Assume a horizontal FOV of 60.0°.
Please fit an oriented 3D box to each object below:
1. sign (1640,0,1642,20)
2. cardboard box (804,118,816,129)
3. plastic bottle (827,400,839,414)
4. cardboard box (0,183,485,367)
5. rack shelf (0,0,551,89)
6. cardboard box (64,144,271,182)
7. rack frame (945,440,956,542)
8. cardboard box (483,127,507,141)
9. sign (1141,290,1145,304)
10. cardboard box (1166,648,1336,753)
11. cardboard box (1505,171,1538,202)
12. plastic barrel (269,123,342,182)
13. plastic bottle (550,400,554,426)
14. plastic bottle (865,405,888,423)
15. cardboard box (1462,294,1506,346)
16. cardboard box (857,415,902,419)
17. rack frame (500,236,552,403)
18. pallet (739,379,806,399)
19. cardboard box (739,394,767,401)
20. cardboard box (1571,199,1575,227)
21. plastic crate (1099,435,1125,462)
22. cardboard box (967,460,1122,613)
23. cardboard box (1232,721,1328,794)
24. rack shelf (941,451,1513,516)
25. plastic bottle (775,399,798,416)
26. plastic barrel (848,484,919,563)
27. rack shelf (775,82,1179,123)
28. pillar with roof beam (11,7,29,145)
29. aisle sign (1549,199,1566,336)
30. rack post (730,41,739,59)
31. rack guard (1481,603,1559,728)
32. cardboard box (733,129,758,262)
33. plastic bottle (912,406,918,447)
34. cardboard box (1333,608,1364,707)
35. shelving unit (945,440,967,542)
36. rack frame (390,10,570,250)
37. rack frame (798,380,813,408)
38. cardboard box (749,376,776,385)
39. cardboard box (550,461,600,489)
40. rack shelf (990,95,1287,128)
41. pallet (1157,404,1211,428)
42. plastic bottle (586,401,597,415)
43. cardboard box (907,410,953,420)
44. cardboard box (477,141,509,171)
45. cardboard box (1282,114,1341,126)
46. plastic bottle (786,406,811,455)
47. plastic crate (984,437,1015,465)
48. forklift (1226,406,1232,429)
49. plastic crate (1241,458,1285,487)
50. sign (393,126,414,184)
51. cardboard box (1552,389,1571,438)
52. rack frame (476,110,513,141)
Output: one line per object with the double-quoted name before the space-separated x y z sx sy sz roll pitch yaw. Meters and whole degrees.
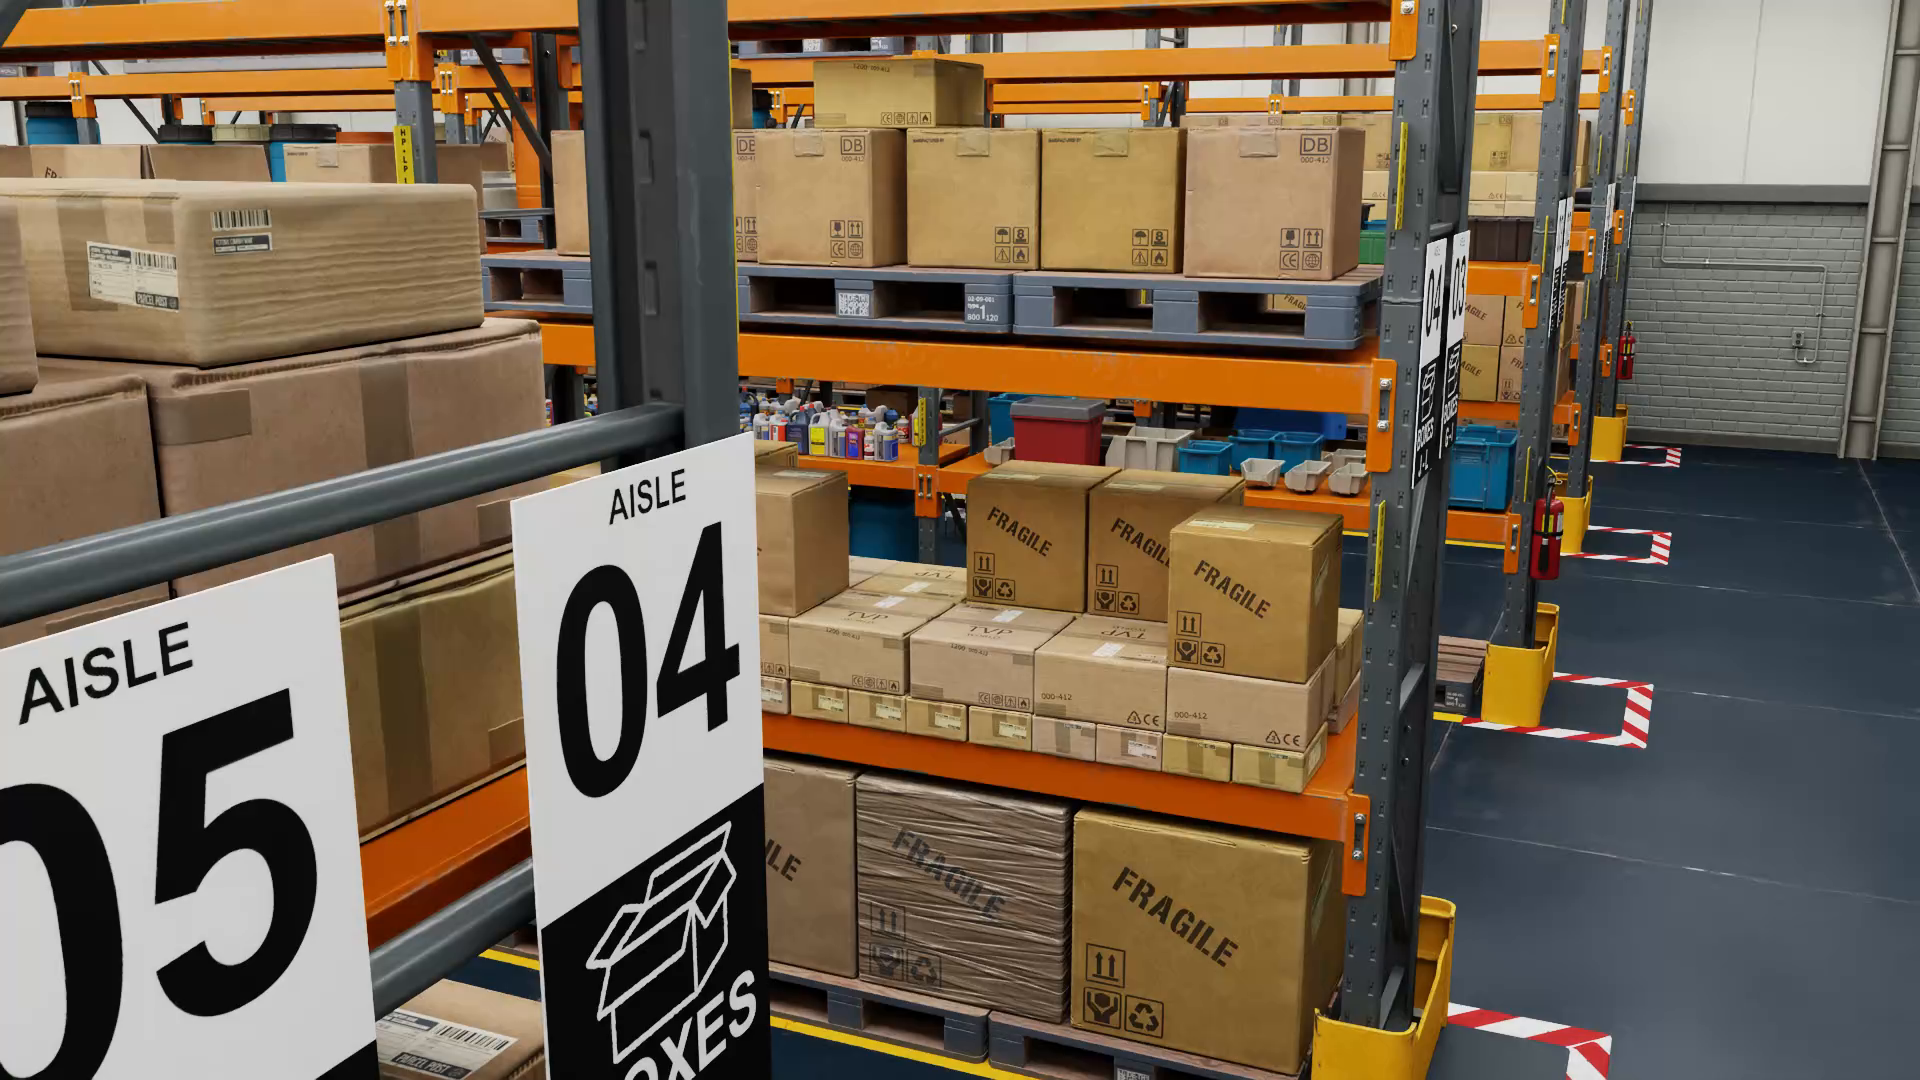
"sign" 7.399 -5.801 18.057 0.005 0.325 0.100 6 14 23
"cardboard box" -1.289 -4.159 17.433 0.500 0.500 0.500 6 14 23
"plastic bottle" -1.012 -0.949 12.982 0.133 0.283 0.061 6 14 23
"cardboard box" -0.692 -0.271 1.635 0.250 0.149 0.380 6 14 23
"rack shelf" -3.873 -2.326 7.916 4.000 0.370 1.077 6 14 23
"cardboard box" -3.825 -1.666 8.074 0.637 0.503 0.797 6 14 22
"rack frame" -0.086 -0.447 15.184 0.006 0.900 0.240 6 14 23
"cardboard box" -6.743 -5.899 24.806 0.500 0.500 0.500 5 14 19
"sign" 1.750 -2.282 15.874 0.005 0.325 0.100 6 14 23
"cardboard box" 1.063 0.543 6.046 0.500 0.250 0.500 6 14 22
"cardboard box" 5.056 -3.089 14.517 0.500 0.250 0.500 6 14 23
"plastic barrel" -5.603 -3.122 14.325 0.708 0.901 0.600 6 14 23
"plastic bottle" -3.148 -0.966 13.056 0.133 0.283 0.061 6 14 23
"plastic bottle" -0.641 -0.896 12.774 0.135 0.276 0.152 6 14 23
"cardboard box" 4.649 -2.030 14.928 0.500 0.500 0.500 6 15 25
"cardboard box" -0.904 -1.053 17.679 0.500 0.500 0.500 5 14 21
"rack frame" -3.695 -1.170 13.671 0.127 3.000 1.000 6 14 23
"pallet" -2.627 -2.180 24.080 1.213 0.211 1.003 6 14 23
"cardboard box" -2.529 -1.500 18.949 0.500 0.311 0.500 5 14 22
"cardboard box" 5.262 -2.952 15.028 0.500 0.250 0.500 6 14 23
"plastic crate" 1.094 -0.648 11.916 0.590 0.125 0.437 6 14 23
"cardboard box" 0.351 -0.026 6.831 0.500 0.500 0.500 5 14 22
"cardboard box" 1.154 0.763 5.984 0.250 0.149 0.380 6 15 24
"rack shelf" 1.791 -0.360 11.365 3.809 0.124 0.919 6 14 23
"plastic bottle" -1.365 -0.969 13.086 0.135 0.276 0.152 6 14 23
"plastic barrel" -0.528 -0.037 12.515 0.708 0.901 0.600 6 14 23
"rack shelf" 0.143 -4.395 16.733 4.000 0.370 1.077 6 14 23
"pillar with roof beam" -18.722 -7.228 26.353 0.548 9.000 9.100 6 14 23
"aisle sign" 3.567 -1.628 9.930 0.004 0.787 0.394 6 14 23
"rack post" -1.940 -3.638 12.151 0.954 0.300 0.937 8 15 29
"rack guard" 3.647 0.786 10.804 0.348 0.500 1.175 6 14 23
"cardboard box" -0.814 -1.417 6.801 0.500 0.500 0.700 7 15 26
"plastic bottle" -0.265 -0.880 12.543 0.185 0.351 0.144 6 14 23
"cardboard box" 1.284 0.432 6.521 0.500 0.250 0.500 5 14 22
"shelving unit" 0.007 -0.437 15.144 0.210 0.900 0.258 6 14 23
"rack frame" -2.044 -2.686 7.000 0.127 3.000 1.000 6 14 23
"rack frame" -1.684 -2.205 18.082 0.053 2.616 0.949 6 14 23
"cardboard box" -2.660 -2.542 24.027 0.500 0.500 0.700 6 15 25
"cardboard box" -1.710 -0.105 7.166 0.500 0.500 0.500 6 14 23
"rack shelf" 2.146 -5.430 21.144 4.000 0.370 1.077 6 14 23
"pallet" 3.239 -1.568 21.468 1.213 0.211 1.003 6 14 23
"plastic bottle" -2.888 -0.954 13.029 0.097 0.271 0.097 0 13 0
"cardboard box" -0.262 -1.116 17.950 0.500 0.500 0.500 5 14 21
"cardboard box" -5.696 -4.458 19.671 0.500 0.500 0.500 7 15 28
"cardboard box" 3.291 -3.672 15.360 0.500 0.500 0.700 6 14 23
"plastic bottle" -1.180 -0.810 12.244 0.185 0.351 0.144 6 14 23
"plastic crate" 0.330 -0.628 11.806 0.243 0.136 0.396 6 14 23
"forklift" 1.702 -2.722 20.434 6.519 2.935 3.258 6 15 25
"plastic crate" 1.999 -0.443 11.016 0.250 0.136 0.298 6 14 23
"sign" -2.255 -1.517 6.761 0.005 0.325 0.100 6 14 23
"cardboard box" 6.952 -1.531 19.760 0.500 0.500 0.700 6 14 23
"rack frame" -6.997 -6.900 24.959 0.127 3.000 1.000 6 14 23
